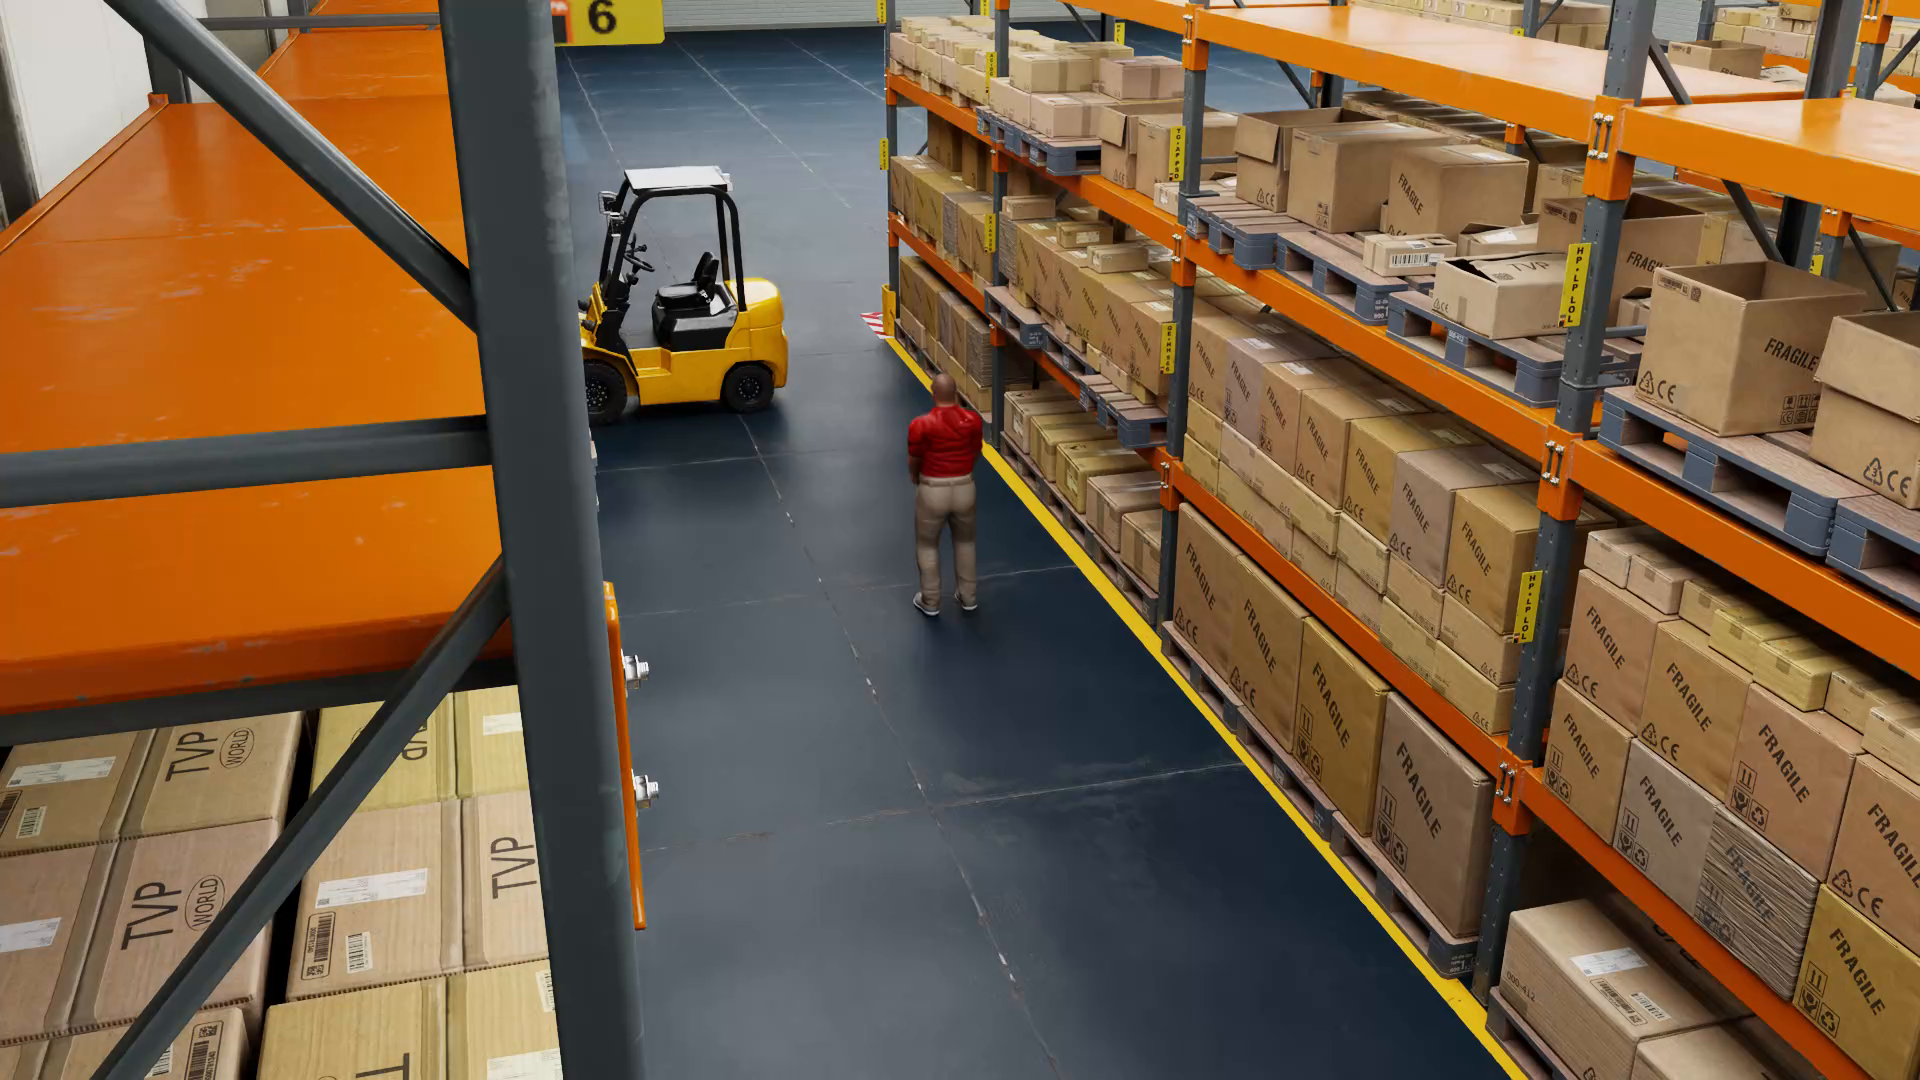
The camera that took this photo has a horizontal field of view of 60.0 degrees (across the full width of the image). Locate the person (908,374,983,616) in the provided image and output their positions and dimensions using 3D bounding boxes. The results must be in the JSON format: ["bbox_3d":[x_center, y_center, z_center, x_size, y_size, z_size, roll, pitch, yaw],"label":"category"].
[{"bbox_3d":[-0.124,-0.340,11.485,0.524,1.730,0.507,-6,24,-15],"label":"person"}]
